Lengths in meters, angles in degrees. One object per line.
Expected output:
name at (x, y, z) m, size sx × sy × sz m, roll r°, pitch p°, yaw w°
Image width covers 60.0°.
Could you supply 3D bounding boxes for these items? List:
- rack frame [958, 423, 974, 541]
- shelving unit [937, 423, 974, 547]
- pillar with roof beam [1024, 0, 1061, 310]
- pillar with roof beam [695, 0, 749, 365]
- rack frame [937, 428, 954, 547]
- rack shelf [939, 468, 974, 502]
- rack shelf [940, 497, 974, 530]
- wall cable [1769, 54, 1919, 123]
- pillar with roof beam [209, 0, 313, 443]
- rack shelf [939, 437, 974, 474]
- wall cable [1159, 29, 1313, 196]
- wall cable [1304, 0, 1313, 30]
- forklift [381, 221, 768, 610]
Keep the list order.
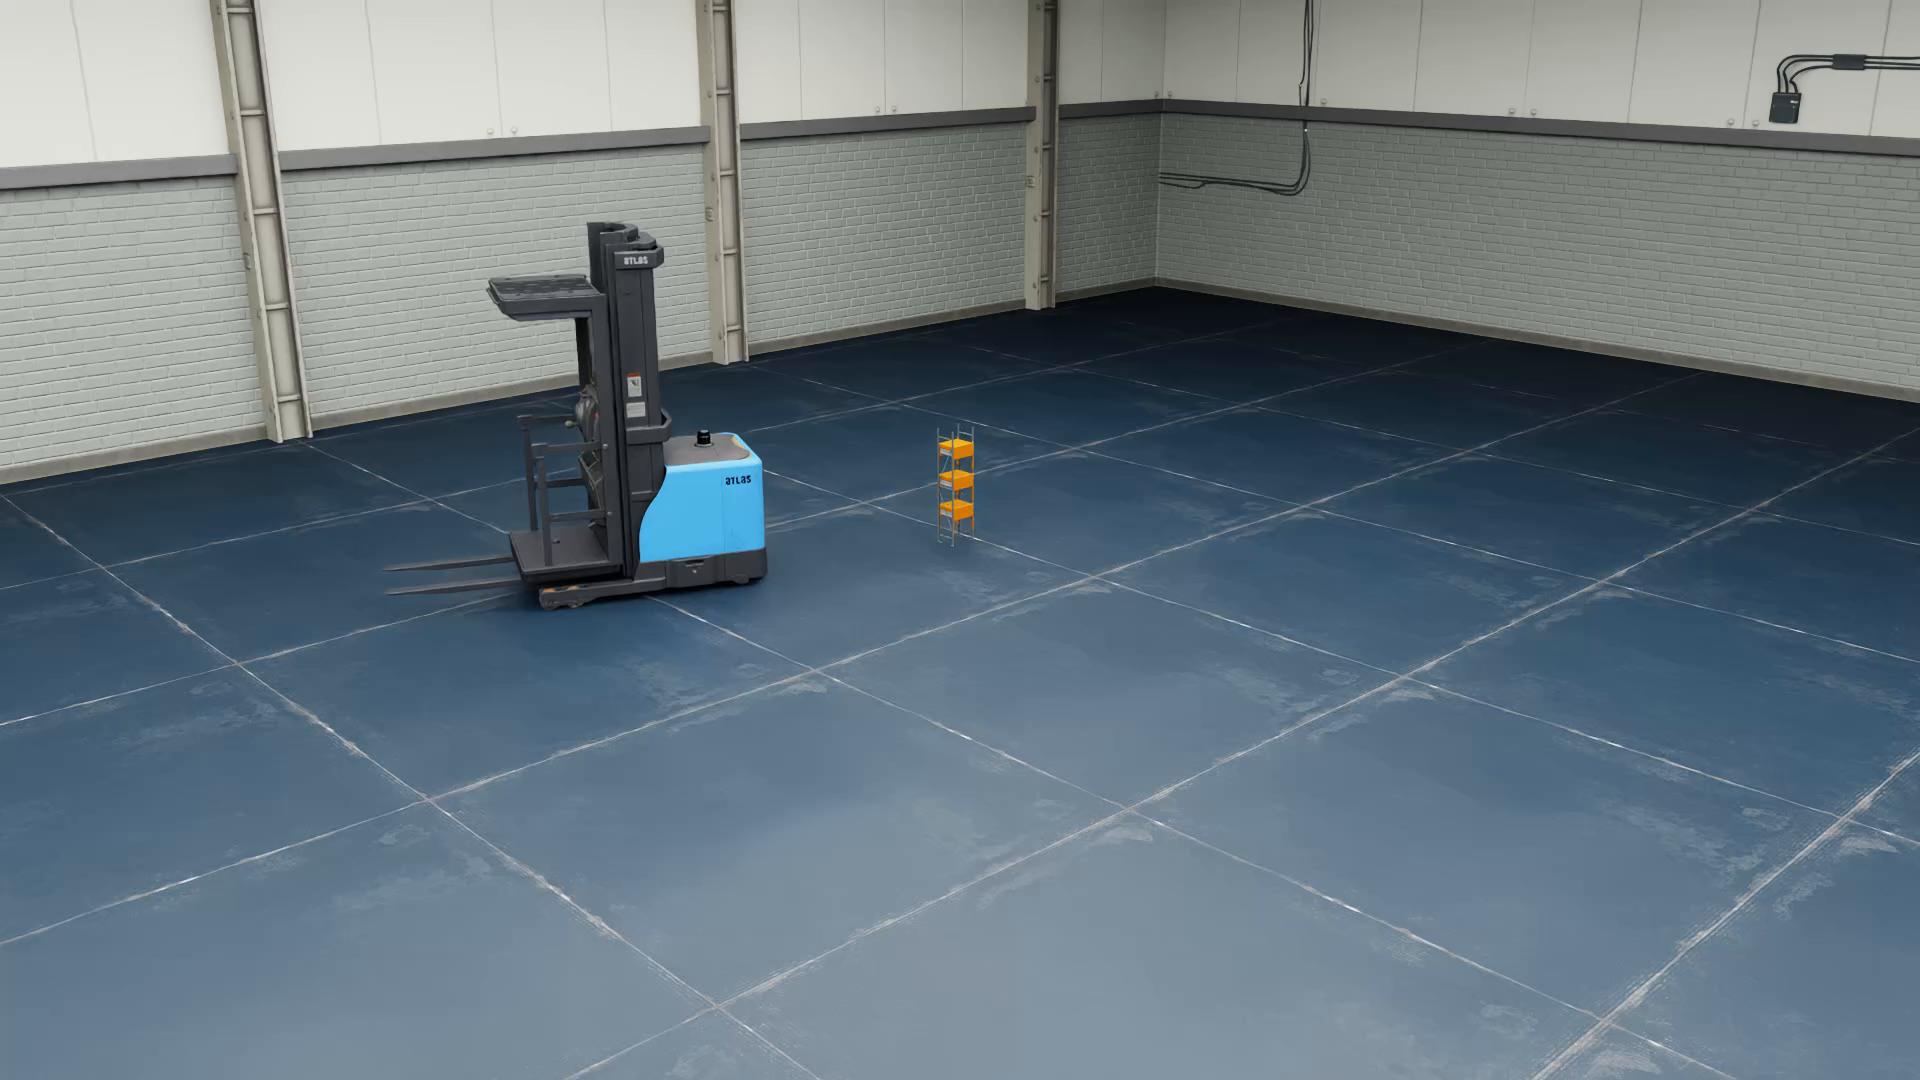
rack frame at (0.050, -0.514, 14.868) m, size 0.008 × 1.050 × 0.200 m, roll -16°, pitch 24°, yaw -41°
shelving unit at (-0.039, -0.488, 14.788) m, size 0.252 × 1.050 × 0.215 m, roll -16°, pitch 24°, yaw -41°
pillar with roof beam at (4.221, -7.001, 21.988) m, size 0.400 × 9.000 × 9.100 m, roll -16°, pitch 24°, yaw -41°
pillar with roof beam at (-0.138, -5.730, 18.066) m, size 0.400 × 9.000 × 9.100 m, roll -16°, pitch 24°, yaw -41°
rack frame at (-0.128, -0.462, 14.708) m, size 0.008 × 1.050 × 0.200 m, roll -16°, pitch 24°, yaw -41°
rack shelf at (-0.039, -0.478, 14.791) m, size 0.240 × 0.259 × 0.215 m, roll -16°, pitch 24°, yaw -41°
rack shelf at (-0.039, -0.214, 14.877) m, size 0.240 × 0.259 × 0.215 m, roll -16°, pitch 24°, yaw -41°
wall cable at (10.824, -7.781, 18.878) m, size 0.169 × 6.003 × 2.305 m, roll -16°, pitch 24°, yaw -41°
pillar with roof beam at (-4.498, -4.458, 14.145) m, size 0.400 × 9.000 × 9.100 m, roll -16°, pitch 24°, yaw -41°
rack shelf at (-0.039, -0.748, 14.704) m, size 0.240 × 0.259 × 0.215 m, roll -16°, pitch 24°, yaw -41°
wall cable at (4.313, -6.817, 26.454) m, size 0.112 × 2.526 × 3.097 m, roll -16°, pitch 24°, yaw -41°
wall cable at (6.171, -8.613, 23.805) m, size 0.112 × 2.526 × 3.097 m, roll -16°, pitch 24°, yaw -41°
forklift at (-3.181, -1.019, 13.375) m, size 3.031 × 2.935 × 1.130 m, roll -6°, pitch 19°, yaw -19°
